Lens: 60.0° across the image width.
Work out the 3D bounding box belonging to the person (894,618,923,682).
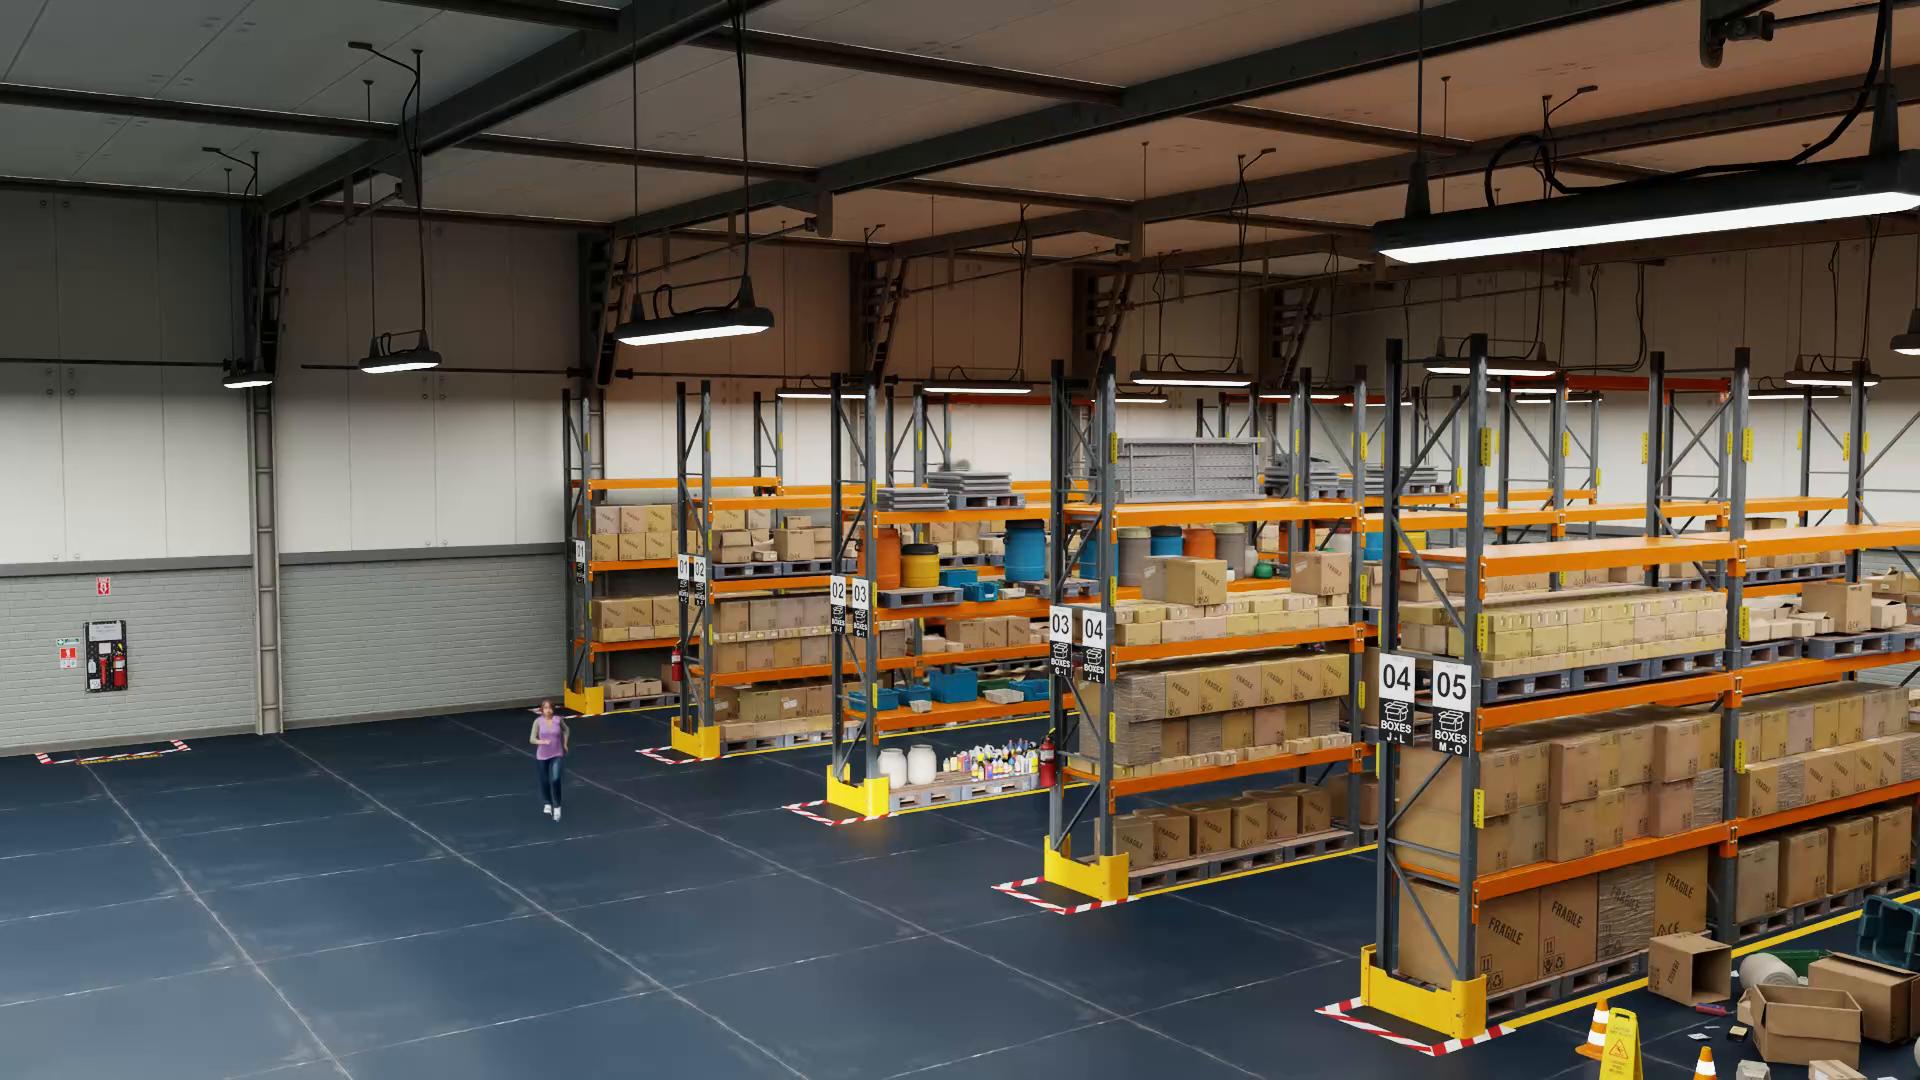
[{"bbox_3d":[-1.086,2.082,30.919,0.808,1.882,0.682,-2,4,-33],"label":"person"}]

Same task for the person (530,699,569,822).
[{"bbox_3d":[-5.481,2.935,22.232,0.505,1.622,0.686,-1,4,-12],"label":"person"}]
